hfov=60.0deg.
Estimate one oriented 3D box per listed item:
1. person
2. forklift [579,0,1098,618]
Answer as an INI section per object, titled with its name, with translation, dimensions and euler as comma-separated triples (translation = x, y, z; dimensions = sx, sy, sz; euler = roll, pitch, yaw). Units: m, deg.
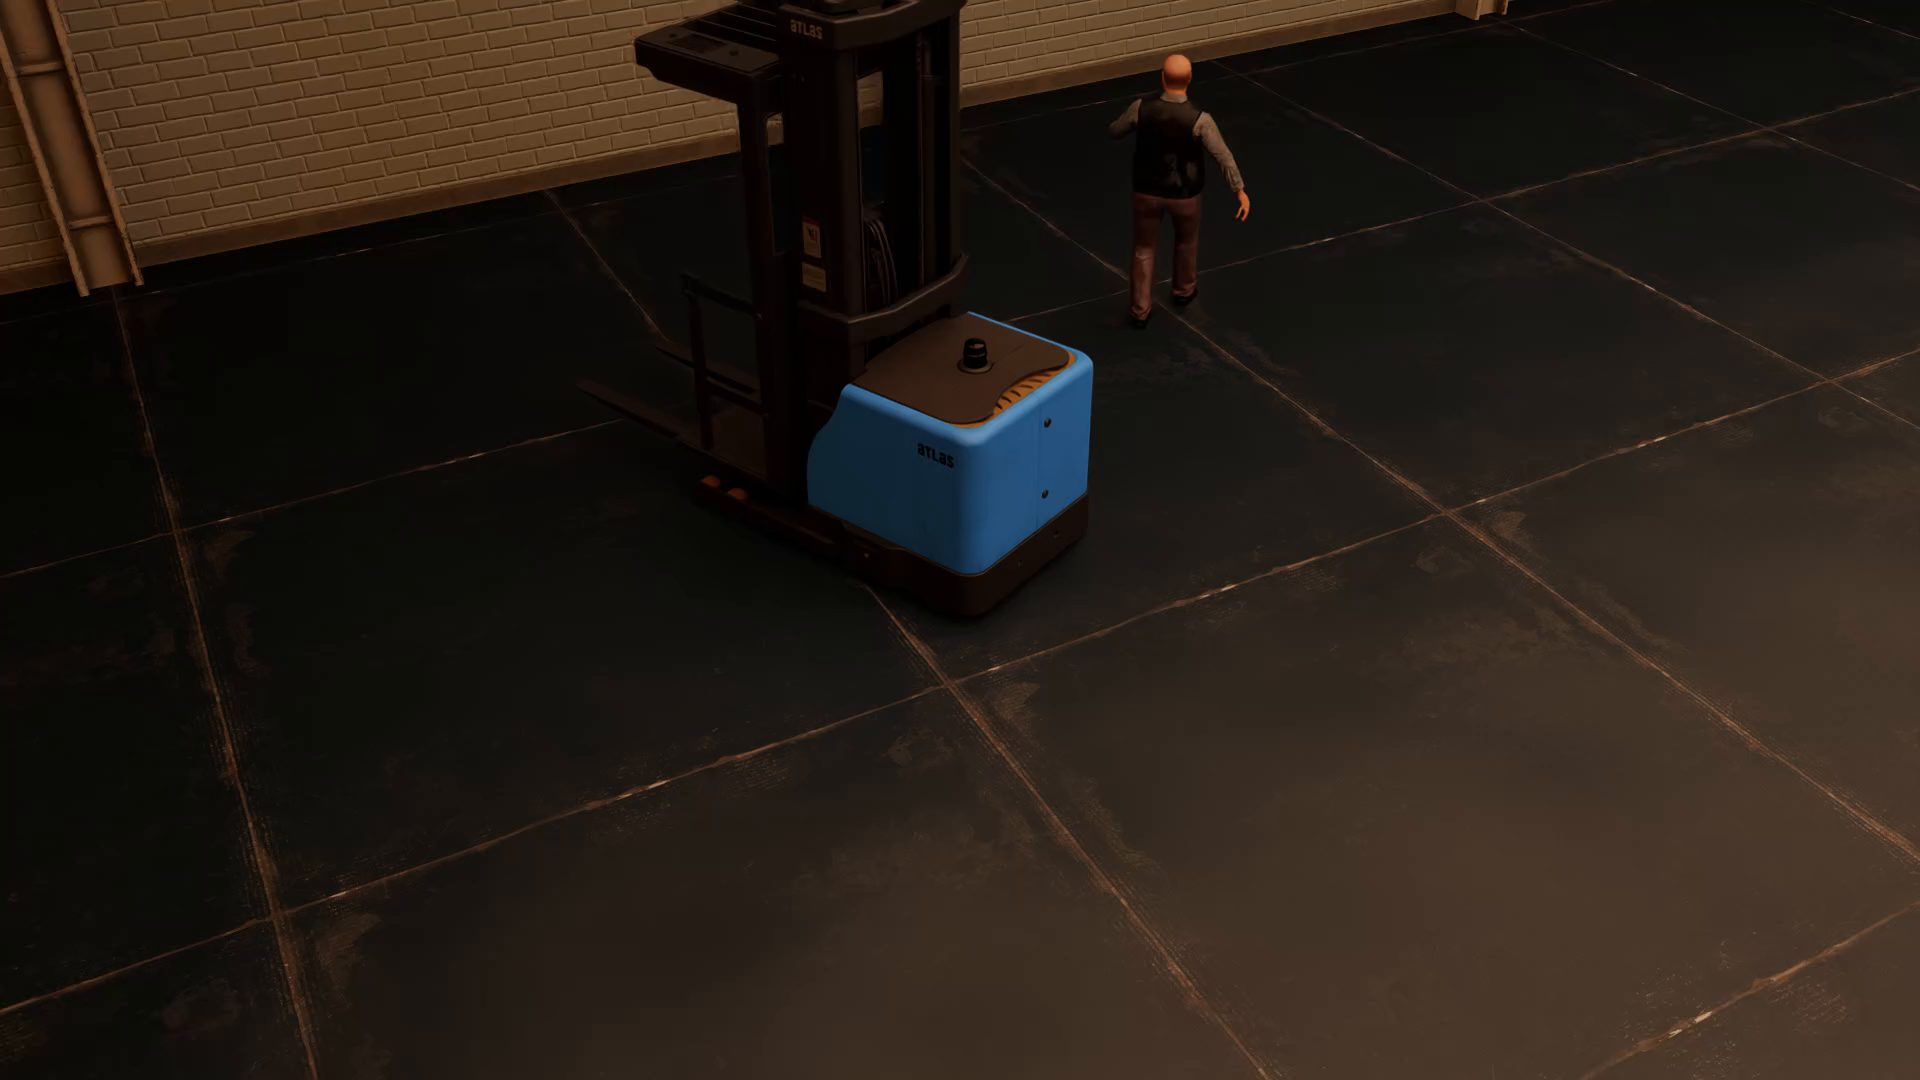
[person]
translation = 1.350, -2.184, 10.307
dimensions = 0.954, 1.705, 0.728
euler = 10, 37, 14
[forklift]
translation = -0.789, -1.513, 8.263
dimensions = 3.031, 2.935, 1.130
euler = 24, 42, 30
